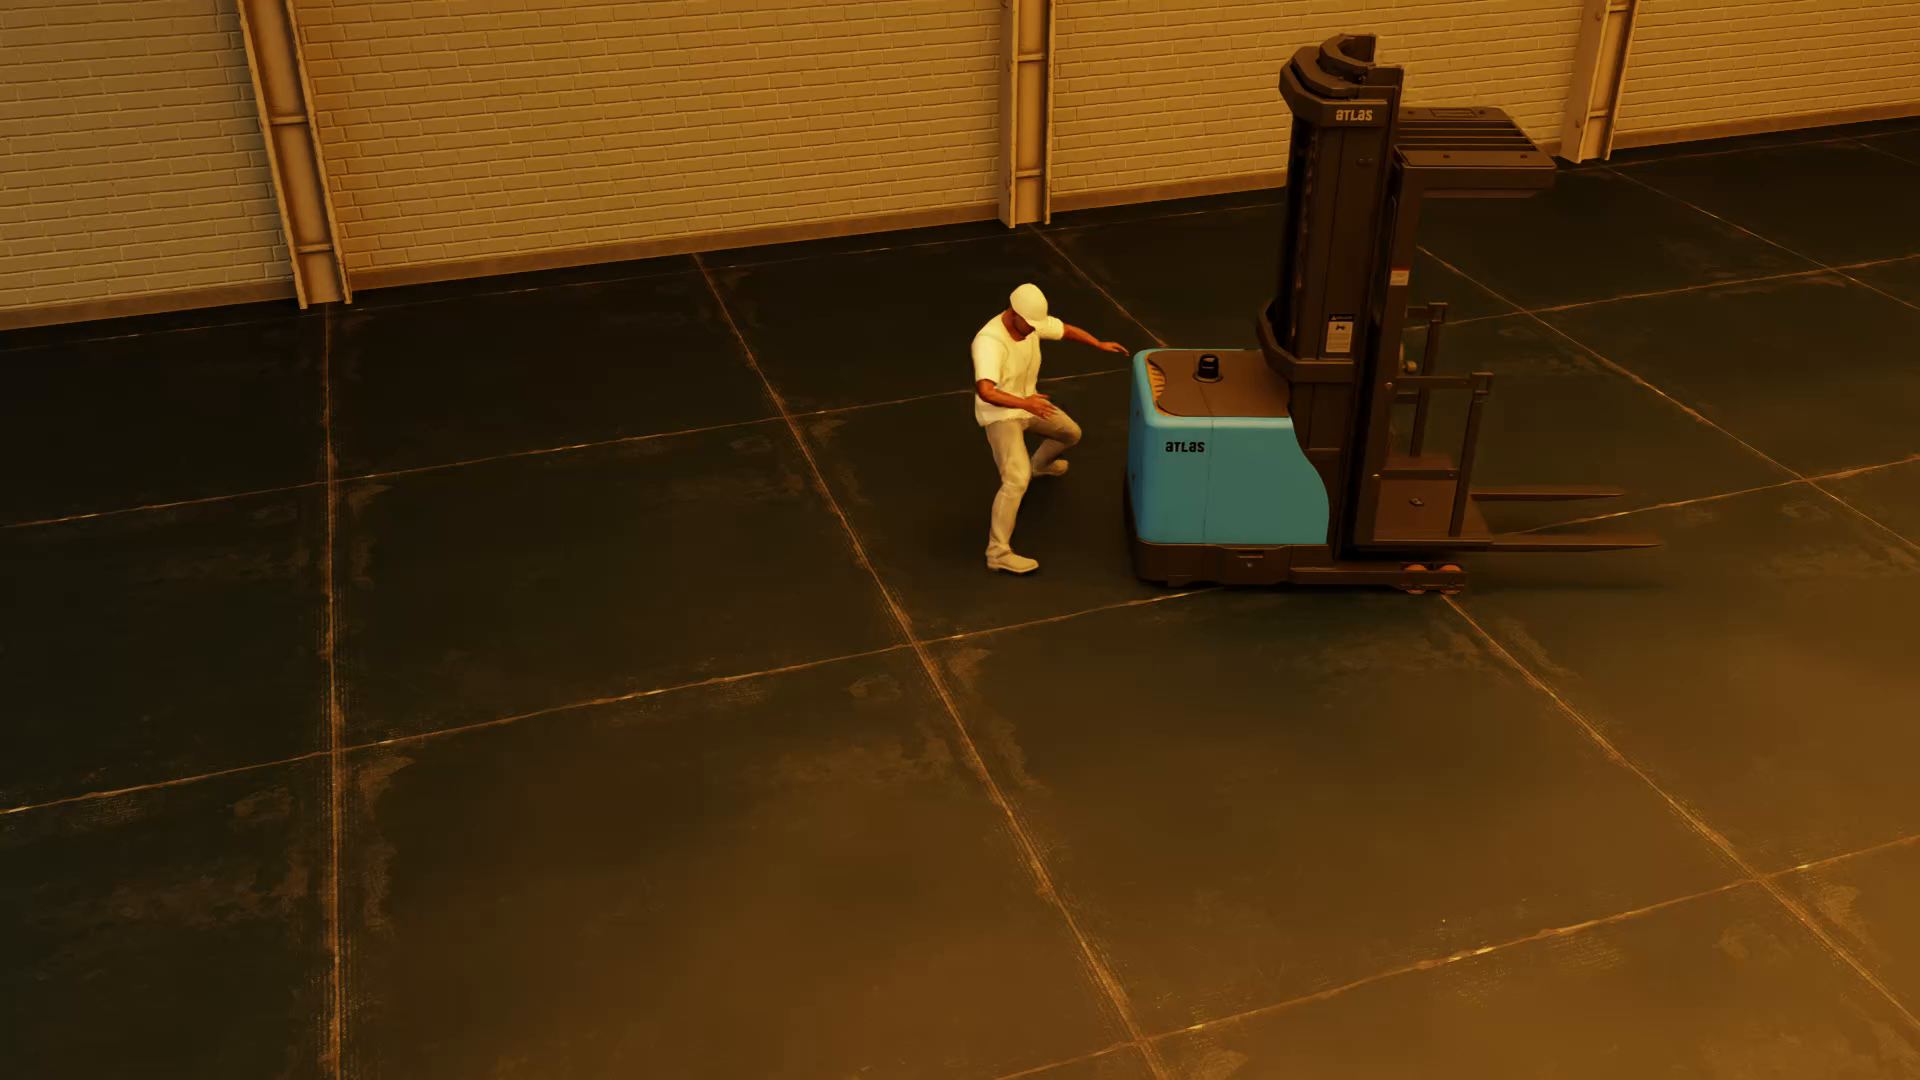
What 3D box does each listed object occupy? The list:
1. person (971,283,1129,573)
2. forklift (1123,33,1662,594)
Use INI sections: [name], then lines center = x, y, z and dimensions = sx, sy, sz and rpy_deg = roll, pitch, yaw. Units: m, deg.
[person]
center = 0.472, -0.789, 9.849
dimensions = 0.719, 1.543, 1.298
rpy_deg = 21, 36, 31
[forklift]
center = 2.518, -1.228, 9.222
dimensions = 3.031, 2.935, 1.130
rpy_deg = 0, 30, 1
